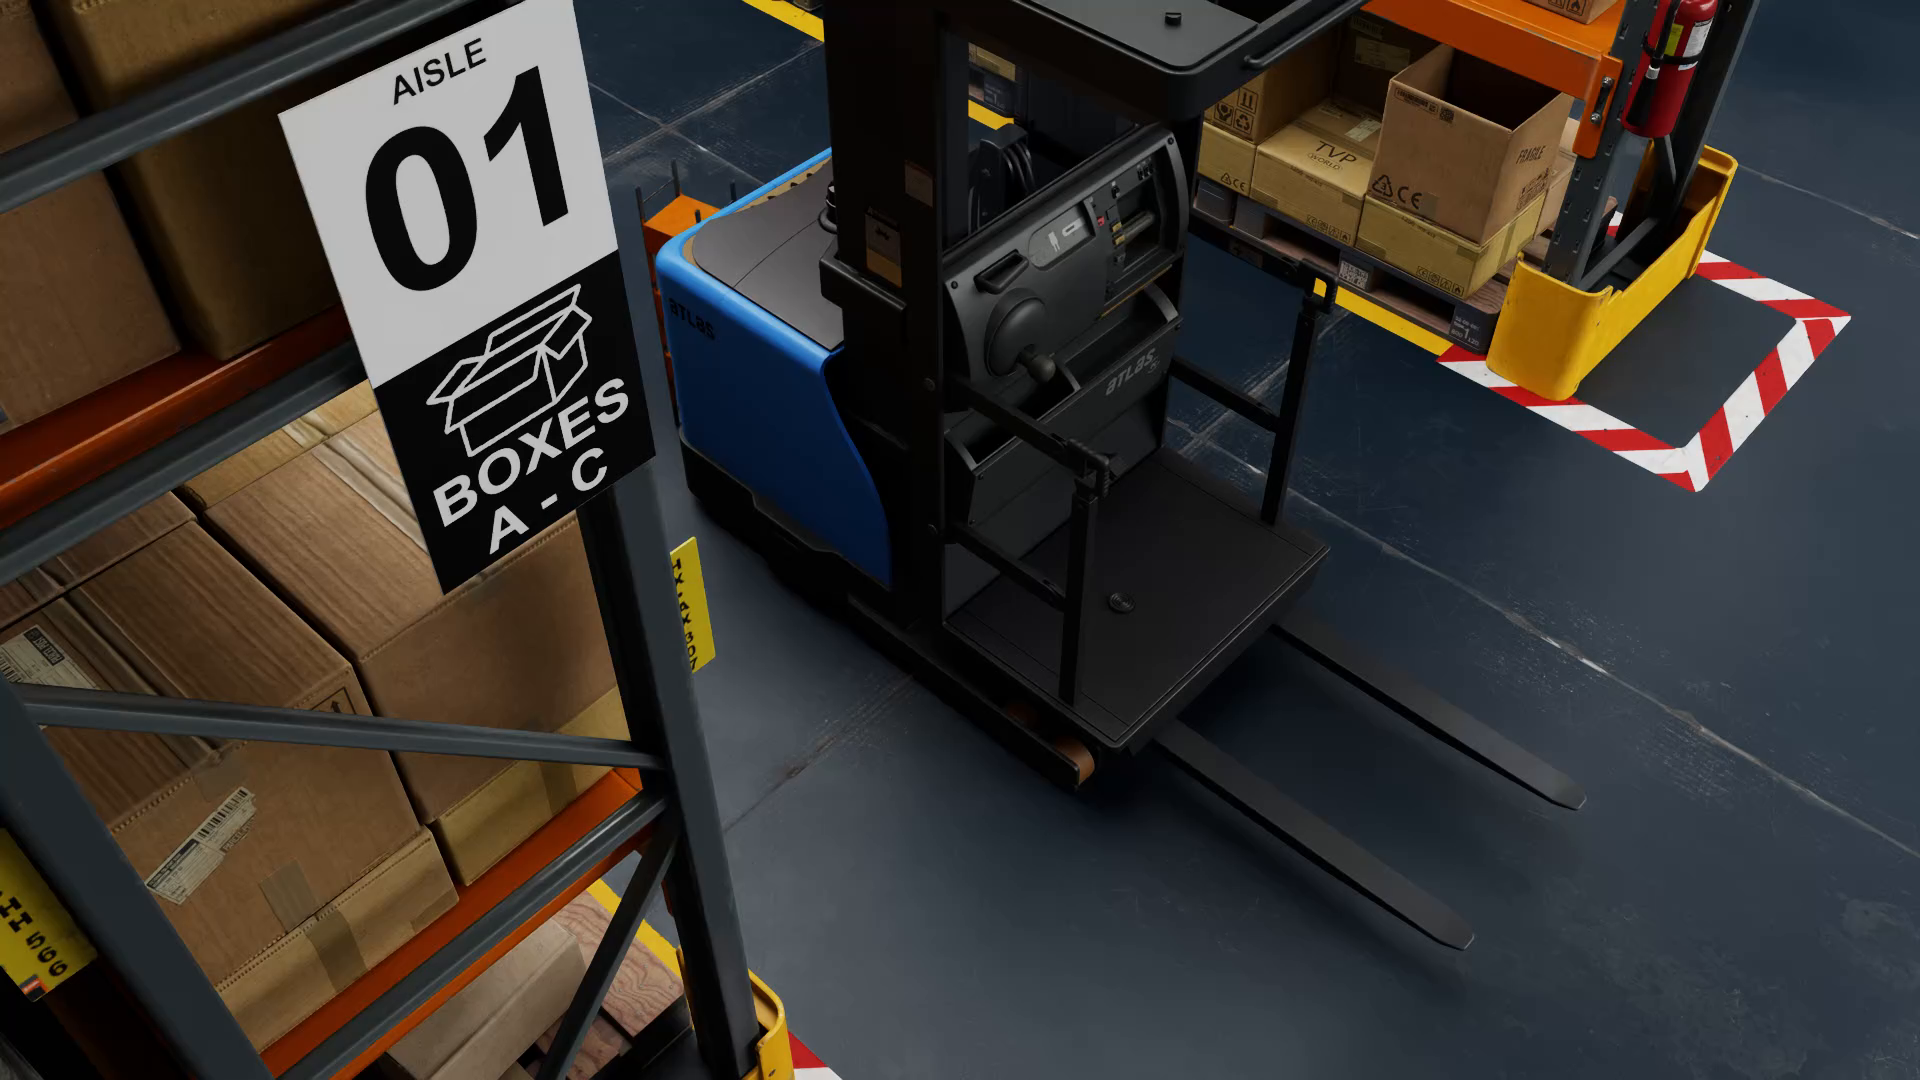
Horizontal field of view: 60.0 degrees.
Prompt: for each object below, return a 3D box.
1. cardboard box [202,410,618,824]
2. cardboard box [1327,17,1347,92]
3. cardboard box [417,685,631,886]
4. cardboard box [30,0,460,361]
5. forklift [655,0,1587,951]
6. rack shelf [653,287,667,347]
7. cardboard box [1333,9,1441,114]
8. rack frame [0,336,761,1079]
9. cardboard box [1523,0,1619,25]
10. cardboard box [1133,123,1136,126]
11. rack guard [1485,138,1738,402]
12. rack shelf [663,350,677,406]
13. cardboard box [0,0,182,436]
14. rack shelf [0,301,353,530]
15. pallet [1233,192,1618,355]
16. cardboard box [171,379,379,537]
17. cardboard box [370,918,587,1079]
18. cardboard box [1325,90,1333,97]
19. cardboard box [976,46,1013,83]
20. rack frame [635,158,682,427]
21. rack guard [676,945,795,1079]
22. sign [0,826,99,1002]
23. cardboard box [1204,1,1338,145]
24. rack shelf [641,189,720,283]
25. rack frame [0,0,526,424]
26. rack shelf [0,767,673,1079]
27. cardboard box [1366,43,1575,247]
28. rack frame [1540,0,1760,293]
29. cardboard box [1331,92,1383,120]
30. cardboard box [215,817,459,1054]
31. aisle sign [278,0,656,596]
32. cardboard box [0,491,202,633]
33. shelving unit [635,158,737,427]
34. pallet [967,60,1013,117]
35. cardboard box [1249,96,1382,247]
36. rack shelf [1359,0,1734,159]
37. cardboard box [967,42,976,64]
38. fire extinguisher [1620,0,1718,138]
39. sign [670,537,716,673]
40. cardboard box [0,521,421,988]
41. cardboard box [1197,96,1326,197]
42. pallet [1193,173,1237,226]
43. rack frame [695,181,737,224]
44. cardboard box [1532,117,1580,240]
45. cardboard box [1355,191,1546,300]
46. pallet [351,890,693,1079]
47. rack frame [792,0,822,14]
[{"bbox_3d":[-1.008,0.110,3.164,0.500,0.500,0.500,34,55,28],"label":"cardboard box"},{"bbox_3d":[1.508,-2.267,6.904,0.500,0.500,0.500,34,55,28],"label":"cardboard box"},{"bbox_3d":[-1.004,0.352,3.451,0.500,0.250,0.500,32,55,27],"label":"cardboard box"},{"bbox_3d":[-0.937,-0.648,2.161,0.500,0.500,0.500,35,56,29],"label":"cardboard box"},{"bbox_3d":[0.460,-0.690,4.387,3.031,2.935,1.130,34,56,28],"label":"forklift"},{"bbox_3d":[-0.892,-0.786,5.783,0.240,0.259,0.215,24,51,21],"label":"rack shelf"},{"bbox_3d":[1.884,-2.026,6.679,0.500,0.500,0.500,34,55,28],"label":"cardboard box"},{"bbox_3d":[-0.861,0.719,3.017,0.127,3.000,1.000,34,55,28],"label":"rack frame"},{"bbox_3d":[2.161,-2.208,5.697,0.500,0.500,0.700,34,55,28],"label":"cardboard box"},{"bbox_3d":[0.791,-1.981,7.151,0.500,0.250,0.500,34,55,28],"label":"cardboard box"},{"bbox_3d":[2.513,-1.069,6.411,0.348,0.500,1.175,34,55,28],"label":"rack guard"},{"bbox_3d":[-0.892,-0.596,5.985,0.240,0.259,0.215,24,51,21],"label":"rack shelf"},{"bbox_3d":[-1.340,-0.419,1.946,0.500,0.500,0.500,-34,56,-28],"label":"cardboard box"},{"bbox_3d":[-2.331,-1.050,3.115,4.000,0.370,1.077,34,55,28],"label":"rack shelf"},{"bbox_3d":[1.905,-1.338,6.861,1.213,0.211,1.003,34,55,28],"label":"pallet"},{"bbox_3d":[-1.365,-0.140,3.399,0.500,0.500,0.500,34,55,28],"label":"cardboard box"},{"bbox_3d":[-1.309,1.099,4.204,0.500,0.311,0.500,28,53,24],"label":"cardboard box"},{"bbox_3d":[1.516,-2.016,7.184,0.500,0.250,0.500,34,55,28],"label":"cardboard box"},{"bbox_3d":[0.419,-2.225,7.380,0.500,0.250,0.500,34,55,28],"label":"cardboard box"},{"bbox_3d":[-0.996,-0.841,5.819,0.008,1.050,0.200,24,51,21],"label":"rack frame"},{"bbox_3d":[-0.917,1.537,3.964,0.348,0.500,1.175,34,55,28],"label":"rack guard"},{"bbox_3d":[-1.252,0.502,2.210,0.005,0.325,0.100,34,55,28],"label":"sign"},{"bbox_3d":[1.155,-1.988,6.643,0.500,0.500,0.500,34,55,28],"label":"cardboard box"},{"bbox_3d":[-0.892,-0.981,5.576,0.240,0.259,0.215,24,51,21],"label":"rack shelf"},{"bbox_3d":[-0.861,-1.334,0.830,0.127,3.000,1.000,34,55,28],"label":"rack frame"},{"bbox_3d":[-2.331,-0.024,4.208,4.000,0.370,1.077,34,55,28],"label":"rack shelf"},{"bbox_3d":[1.900,-1.502,6.186,0.500,0.500,0.500,34,55,28],"label":"cardboard box"},{"bbox_3d":[2.496,-1.937,5.511,0.127,3.000,1.000,34,55,28],"label":"rack frame"},{"bbox_3d":[1.883,-1.769,6.951,0.500,0.250,0.500,34,55,28],"label":"cardboard box"},{"bbox_3d":[-1.336,0.636,3.184,0.500,0.250,0.500,35,56,28],"label":"cardboard box"},{"bbox_3d":[-0.605,-0.296,2.187,0.004,0.787,0.394,34,55,28],"label":"aisle sign"},{"bbox_3d":[-1.715,0.134,3.142,0.500,0.500,0.500,35,56,28],"label":"cardboard box"},{"bbox_3d":[-0.892,-0.794,5.775,0.252,1.050,0.215,24,51,21],"label":"shelving unit"},{"bbox_3d":[0.112,-2.544,7.994,1.213,0.211,1.003,34,55,28],"label":"pallet"},{"bbox_3d":[1.526,-1.487,6.686,0.500,0.250,0.500,34,55,28],"label":"cardboard box"},{"bbox_3d":[1.026,-2.679,6.701,4.000,0.370,1.077,34,55,28],"label":"rack shelf"},{"bbox_3d":[0.056,-2.475,7.615,0.500,0.250,0.500,34,55,28],"label":"cardboard box"},{"bbox_3d":[2.268,-1.603,5.250,0.183,0.674,0.296,34,55,28],"label":"fire extinguisher"},{"bbox_3d":[-0.493,0.132,2.975,0.005,0.325,0.100,34,55,28],"label":"sign"},{"bbox_3d":[-1.352,0.388,2.903,0.500,0.500,0.500,33,55,27],"label":"cardboard box"},{"bbox_3d":[1.157,-1.733,6.918,0.500,0.250,0.500,34,55,28],"label":"cardboard box"},{"bbox_3d":[1.013,-1.941,7.428,1.213,0.211,1.003,34,55,28],"label":"pallet"},{"bbox_3d":[-0.789,-0.747,5.731,0.008,1.050,0.200,24,51,21],"label":"rack frame"},{"bbox_3d":[2.253,-1.523,6.721,0.500,0.250,0.500,34,55,28],"label":"cardboard box"},{"bbox_3d":[1.901,-1.246,6.460,0.500,0.250,0.500,34,55,28],"label":"cardboard box"},{"bbox_3d":[-1.490,1.215,4.464,1.213,0.211,1.003,34,55,28],"label":"pallet"},{"bbox_3d":[-0.444,-3.914,7.368,0.127,3.000,1.000,34,55,28],"label":"rack frame"}]
